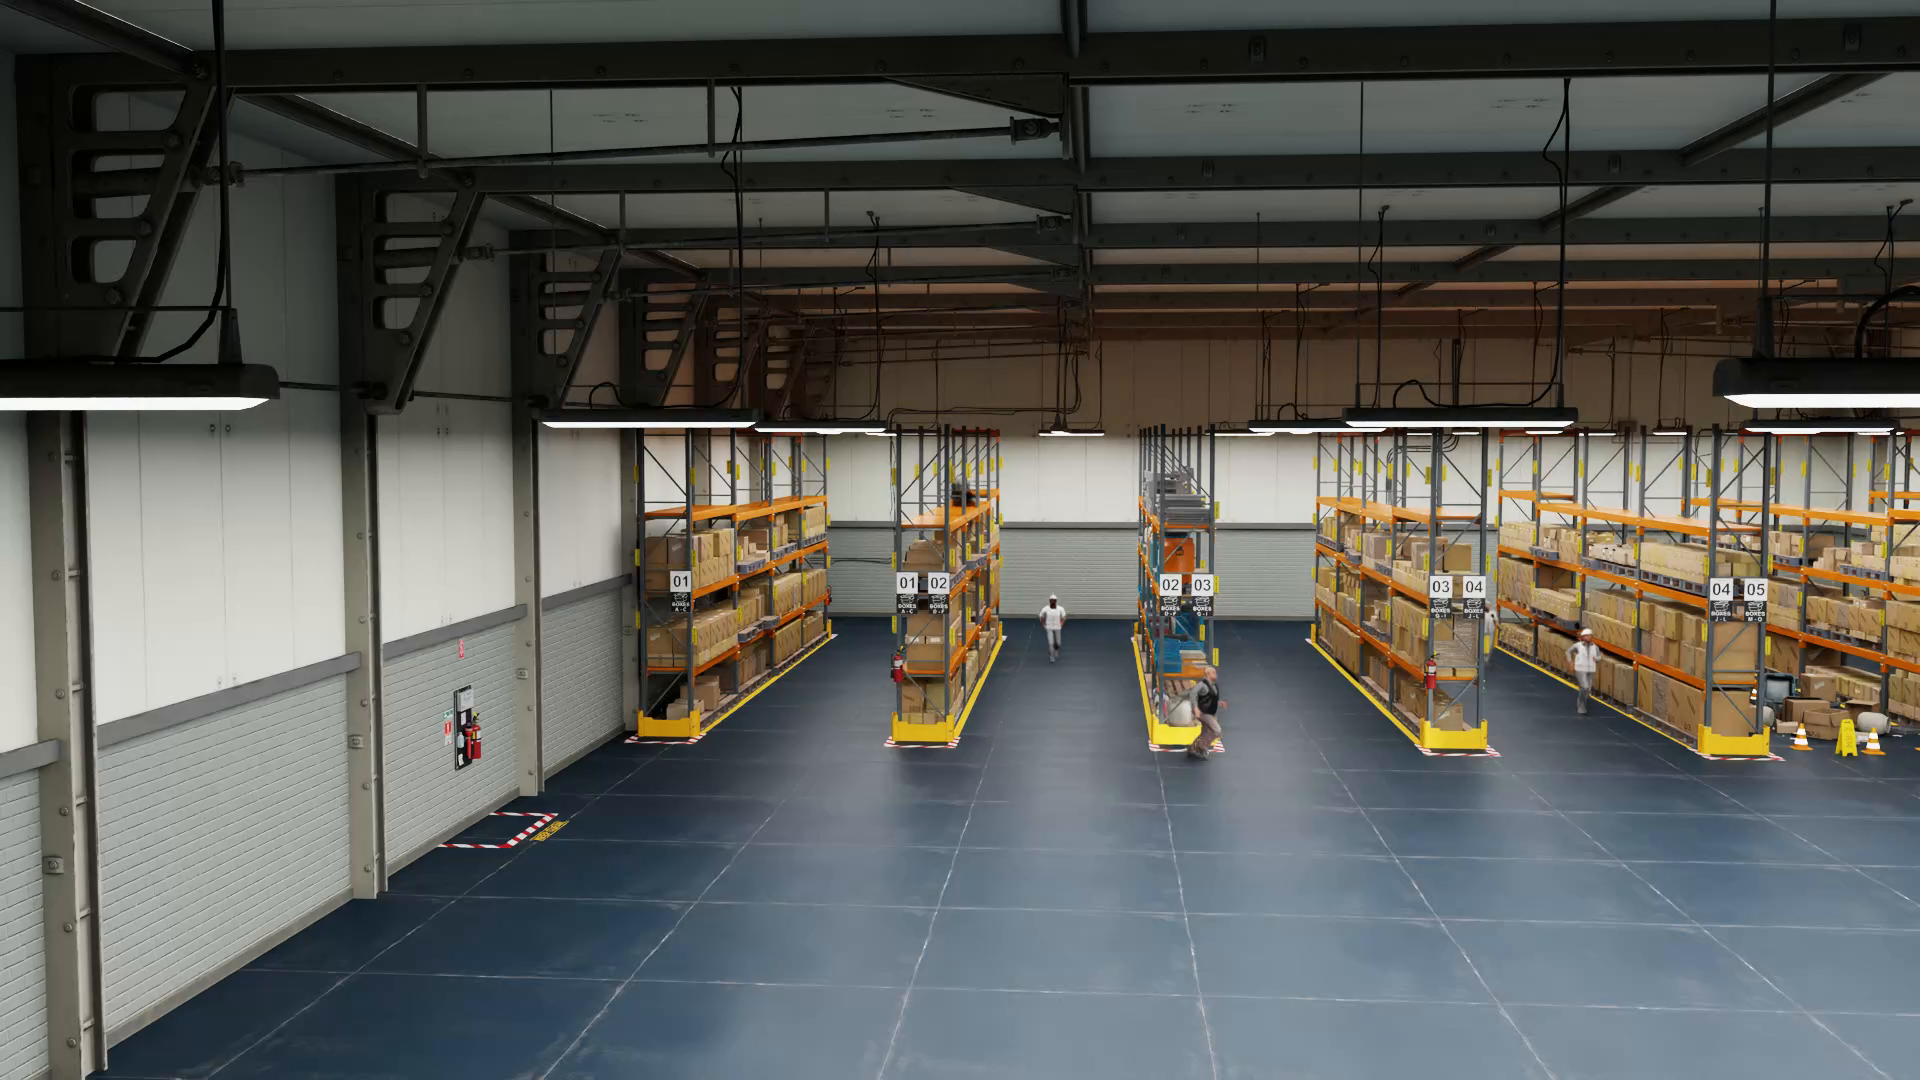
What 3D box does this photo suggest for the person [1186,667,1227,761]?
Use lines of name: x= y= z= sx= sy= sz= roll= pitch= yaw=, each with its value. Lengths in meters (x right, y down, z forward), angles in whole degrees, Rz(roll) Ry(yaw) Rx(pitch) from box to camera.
person: x=4.374 y=3.074 z=29.509 sx=0.771 sy=1.652 sz=0.580 roll=2 pitch=4 yaw=31

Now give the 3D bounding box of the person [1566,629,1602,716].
person: x=12.999 y=2.736 z=34.550 sx=0.638 sy=1.790 sz=0.686 roll=0 pitch=3 yaw=-5

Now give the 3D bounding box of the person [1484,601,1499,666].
person: x=13.355 y=2.364 z=42.146 sx=0.603 sy=1.630 sz=0.603 roll=0 pitch=3 yaw=6

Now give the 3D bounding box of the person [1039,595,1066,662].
person: x=2.380 y=2.267 z=42.668 sx=0.700 sy=1.718 sz=0.625 roll=0 pitch=3 yaw=-2
